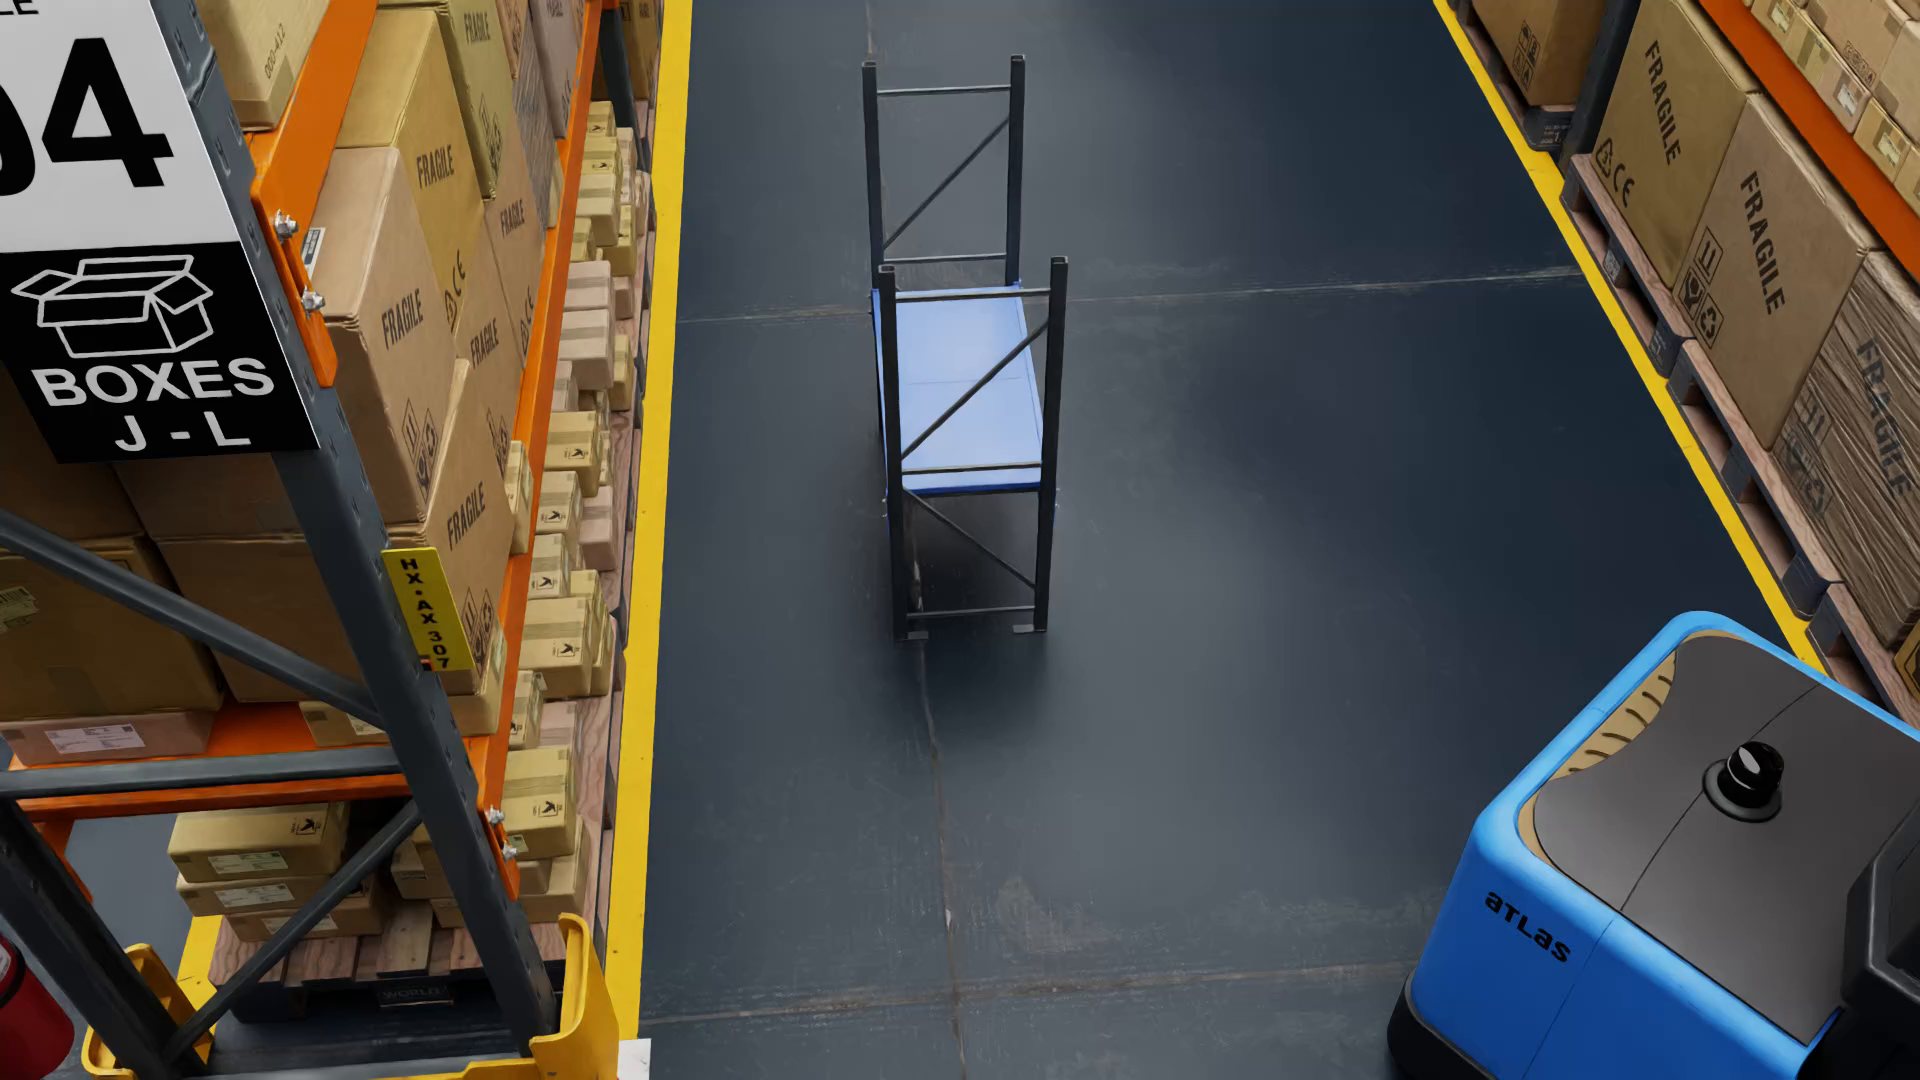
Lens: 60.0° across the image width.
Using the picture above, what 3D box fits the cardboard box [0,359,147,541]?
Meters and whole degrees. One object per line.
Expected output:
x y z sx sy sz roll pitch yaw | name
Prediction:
-1.776 -0.337 3.041 0.500 0.500 0.500 -4 47 -4 | cardboard box

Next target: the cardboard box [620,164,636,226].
-1.446 -1.298 6.382 0.380 0.149 0.250 -6 47 -5 | cardboard box

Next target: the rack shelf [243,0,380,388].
-1.657 -1.772 3.792 1.077 0.370 4.000 -3 47 -3 | rack shelf

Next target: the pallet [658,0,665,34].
-1.996 -2.924 8.374 1.003 0.211 1.213 -3 47 -3 | pallet

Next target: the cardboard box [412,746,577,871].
-1.195 0.691 4.294 0.380 0.149 0.250 -5 47 -5 | cardboard box

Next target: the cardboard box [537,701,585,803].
-1.244 0.597 4.588 0.380 0.149 0.250 -4 47 -3 | cardboard box

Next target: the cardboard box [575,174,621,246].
-1.446 -1.200 6.085 0.380 0.149 0.250 -4 47 -4 | cardboard box

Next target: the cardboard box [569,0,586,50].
-1.460 -1.863 5.175 0.500 0.500 0.500 -5 47 -4 | cardboard box

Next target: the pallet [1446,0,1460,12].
2.882 -3.143 8.581 1.003 0.211 1.213 -3 47 -3 | pallet

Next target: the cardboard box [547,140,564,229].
-1.365 -1.029 4.832 0.380 0.149 0.250 -3 47 -3 | cardboard box

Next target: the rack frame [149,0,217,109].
-1.490 -1.604 1.071 1.000 3.000 0.127 -3 47 -3 | rack frame

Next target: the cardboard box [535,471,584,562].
-1.348 -0.067 5.012 0.380 0.149 0.250 -2 47 -2 | cardboard box

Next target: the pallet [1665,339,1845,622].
3.217 -0.265 5.855 1.003 0.211 1.213 -3 47 -3 | pallet

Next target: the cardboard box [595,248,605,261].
-1.483 -0.917 6.022 0.380 0.149 0.250 -3 47 -3 | cardboard box

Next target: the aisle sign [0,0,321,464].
-1.185 -0.400 2.272 0.394 0.787 0.004 -3 47 -3 | aisle sign

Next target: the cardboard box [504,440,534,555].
-1.222 -0.088 3.941 0.380 0.149 0.250 -5 47 -4 | cardboard box

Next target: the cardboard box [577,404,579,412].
-1.460 -0.343 5.479 0.380 0.149 0.250 -1 47 -1 | cardboard box

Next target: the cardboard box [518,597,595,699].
-1.231 0.309 4.656 0.380 0.149 0.250 -4 47 -3 | cardboard box

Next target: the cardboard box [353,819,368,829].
-1.864 0.747 4.651 0.380 0.149 0.250 -2 47 -2 | cardboard box

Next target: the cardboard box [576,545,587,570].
-1.374 0.163 5.204 0.380 0.149 0.250 -3 47 -3 | cardboard box

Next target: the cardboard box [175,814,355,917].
-1.818 0.828 4.369 0.380 0.149 0.250 -5 47 -4 | cardboard box

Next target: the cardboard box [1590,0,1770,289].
3.102 -1.594 6.368 0.875 0.875 0.875 -3 47 -3 | cardboard box

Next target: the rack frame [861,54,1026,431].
-0.050 -0.945 5.612 0.500 1.500 0.032 -3 47 -3 | rack frame

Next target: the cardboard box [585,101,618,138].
-1.535 -1.562 6.428 0.380 0.149 0.250 -2 47 -2 | cardboard box

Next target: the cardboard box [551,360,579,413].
-1.441 -0.436 5.362 0.380 0.149 0.250 -3 47 -3 | cardboard box

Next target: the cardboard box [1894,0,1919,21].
2.994 -1.877 4.843 0.500 0.500 0.500 -5 47 -5 | cardboard box

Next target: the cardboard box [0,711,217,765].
-1.799 0.327 3.547 0.380 0.149 0.250 -3 47 -3 | cardboard box

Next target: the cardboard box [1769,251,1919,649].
3.252 -0.299 5.142 0.875 0.875 0.875 -3 47 -3 | cardboard box

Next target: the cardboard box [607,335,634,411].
-1.365 -0.587 5.914 0.380 0.149 0.250 -4 47 -3 | cardboard box

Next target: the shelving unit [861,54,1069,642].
-0.007 -0.577 5.264 0.538 1.500 1.048 -3 47 -3 | shelving unit

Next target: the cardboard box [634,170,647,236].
-1.452 -1.336 6.623 0.380 0.149 0.250 -3 47 -3 | cardboard box

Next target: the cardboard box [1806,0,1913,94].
2.990 -1.623 5.120 0.500 0.250 0.500 -2 47 -2 | cardboard box

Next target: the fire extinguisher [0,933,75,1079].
-1.928 0.824 3.213 0.296 0.674 0.183 -3 47 -3 | fire extinguisher

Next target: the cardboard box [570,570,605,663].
-1.266 0.233 4.933 0.380 0.149 0.250 -2 47 -2 | cardboard box

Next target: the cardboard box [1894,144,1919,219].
2.976 -1.026 4.829 0.380 0.149 0.250 -3 47 -3 | cardboard box

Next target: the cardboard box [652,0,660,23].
-1.668 -2.653 7.629 0.500 0.500 0.500 -2 47 -1 | cardboard box

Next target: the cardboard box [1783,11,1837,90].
2.910 -1.587 5.360 0.380 0.149 0.250 -4 47 -4 | cardboard box

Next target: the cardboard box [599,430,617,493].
-1.357 -0.222 5.568 0.380 0.149 0.250 -3 47 -3 | cardboard box

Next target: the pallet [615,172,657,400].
-1.733 -0.992 6.544 1.003 0.211 1.213 -3 47 -3 | pallet

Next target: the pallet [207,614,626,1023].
-1.529 0.773 4.872 1.003 0.211 1.213 -3 47 -3 | pallet

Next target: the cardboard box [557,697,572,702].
-1.346 0.533 4.853 0.380 0.149 0.250 -3 47 -3 | cardboard box

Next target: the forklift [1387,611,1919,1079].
2.511 0.896 2.883 1.130 2.935 3.031 -35 56 -28 | forklift

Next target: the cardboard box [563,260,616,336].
-1.388 -0.817 5.722 0.380 0.149 0.250 -6 47 -5 | cardboard box
